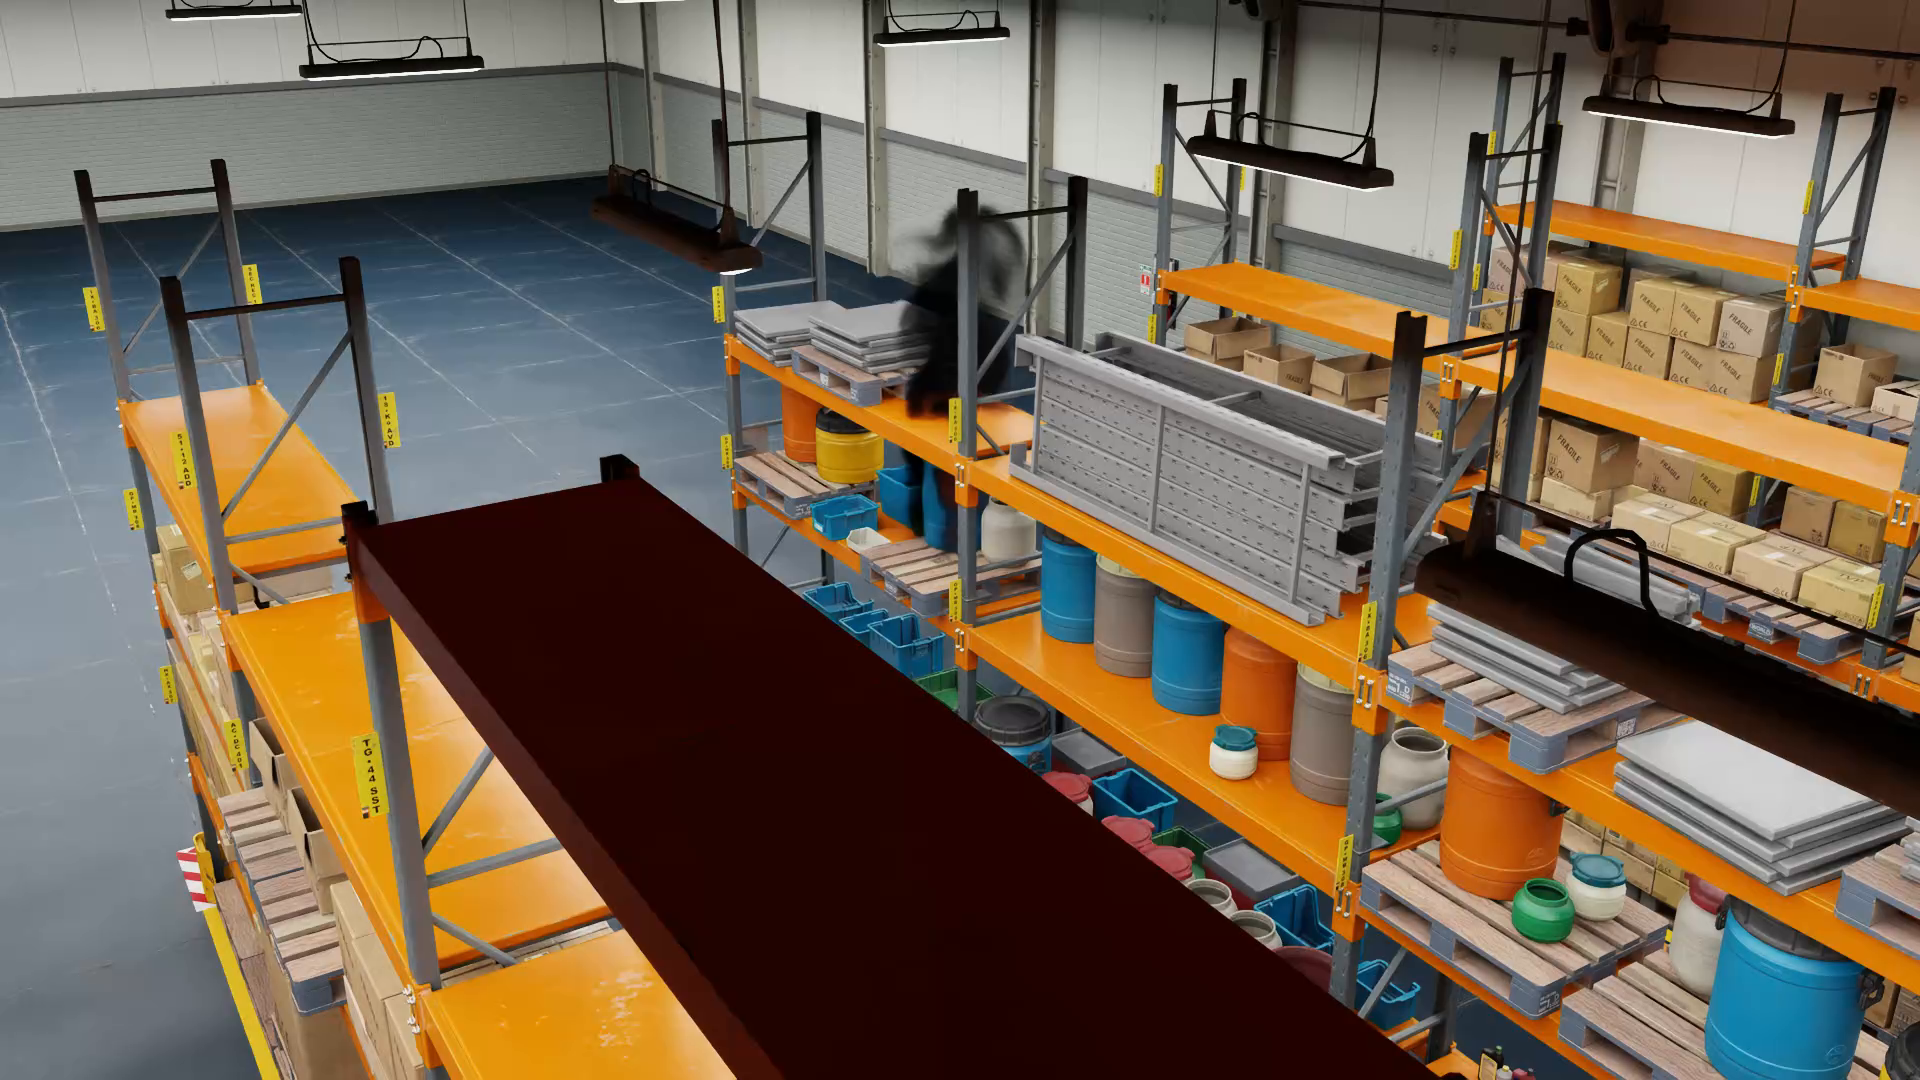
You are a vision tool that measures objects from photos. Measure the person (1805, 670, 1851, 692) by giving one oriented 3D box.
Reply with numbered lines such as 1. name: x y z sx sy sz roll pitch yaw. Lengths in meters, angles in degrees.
1. person: 7.982 1.570 15.141 0.918 1.764 0.712 18 28 38
